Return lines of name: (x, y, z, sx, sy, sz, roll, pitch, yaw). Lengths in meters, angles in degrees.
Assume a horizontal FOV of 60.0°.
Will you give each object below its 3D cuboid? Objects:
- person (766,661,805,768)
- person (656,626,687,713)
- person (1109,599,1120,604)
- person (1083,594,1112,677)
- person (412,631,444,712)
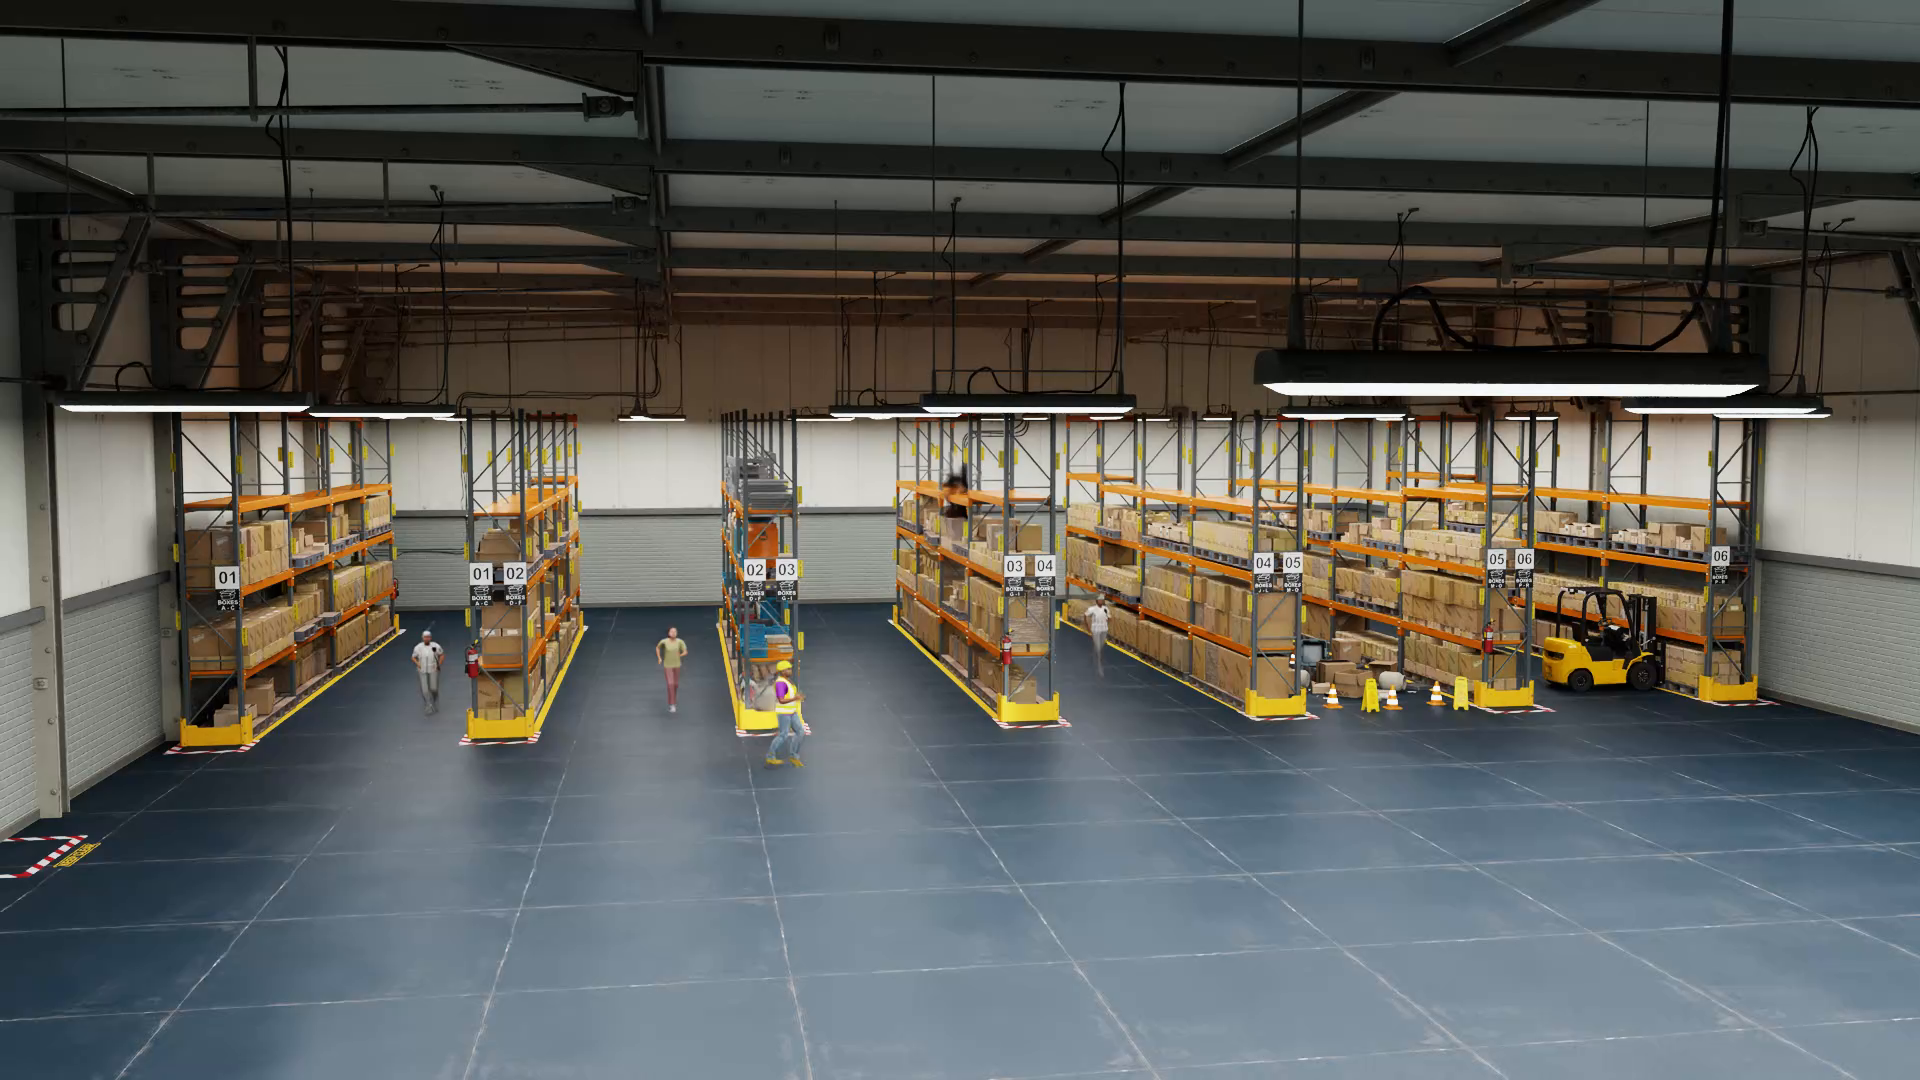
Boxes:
person: (-2.881, 2.914, 27.636, 0.717, 1.825, 0.658, 1, 4, 13)
person: (-5.736, 2.547, 33.225, 0.578, 1.680, 0.882, -2, 4, -23)
person: (4.617, 1.492, 49.627, 0.543, 1.535, 0.540, -3, 5, -36)
person: (3.049, 2.061, 36.361, 0.546, 1.796, 0.720, -2, 4, -24)
person: (-10.525, 2.611, 32.866, 0.603, 1.628, 0.573, -1, 4, -12)
